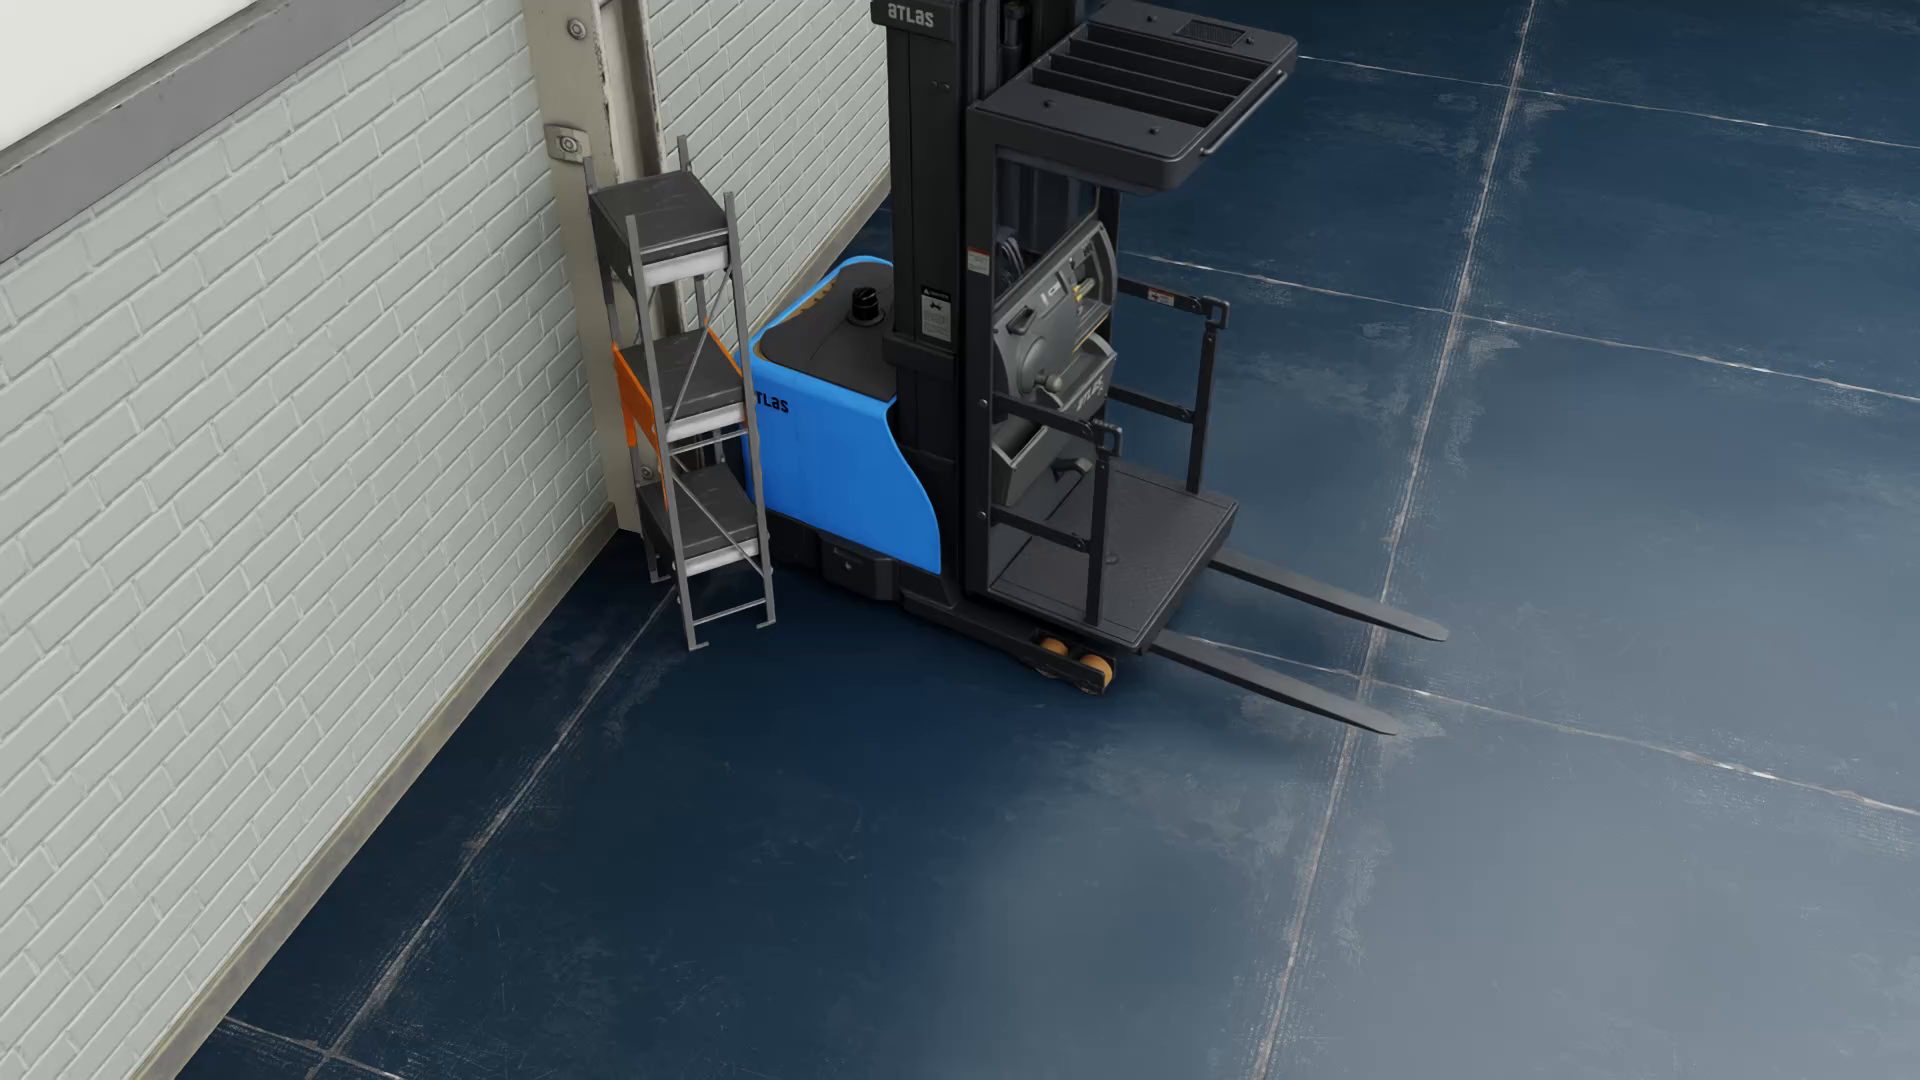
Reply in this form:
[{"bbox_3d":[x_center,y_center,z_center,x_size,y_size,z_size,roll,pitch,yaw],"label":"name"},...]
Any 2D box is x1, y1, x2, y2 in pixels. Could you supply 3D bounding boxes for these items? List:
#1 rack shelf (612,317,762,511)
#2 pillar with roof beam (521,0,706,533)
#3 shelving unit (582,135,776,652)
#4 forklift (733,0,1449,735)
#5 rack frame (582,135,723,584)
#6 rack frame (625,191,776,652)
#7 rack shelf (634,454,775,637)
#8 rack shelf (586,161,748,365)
[{"bbox_3d":[-1.098,-0.513,6.708,0.431,0.518,0.480,-18,44,-20],"label":"rack shelf"},{"bbox_3d":[2.630,-2.620,3.841,9.100,9.000,0.400,13,42,15],"label":"pillar with roof beam"},{"bbox_3d":[-1.098,-0.523,6.699,0.431,2.100,0.503,-18,44,-20],"label":"shelving unit"},{"bbox_3d":[0.560,-0.869,6.463,3.031,2.935,1.130,21,45,23],"label":"forklift"},{"bbox_3d":[-1.209,-0.664,6.864,0.400,2.100,0.015,-18,44,-20],"label":"rack frame"},{"bbox_3d":[-0.987,-0.382,6.534,0.400,2.100,0.015,-18,44,-20],"label":"rack frame"},{"bbox_3d":[-1.098,0.020,7.162,0.431,0.518,0.480,-18,44,-20],"label":"rack shelf"},{"bbox_3d":[-1.098,-1.045,6.253,0.431,0.518,0.480,-18,44,-20],"label":"rack shelf"}]
